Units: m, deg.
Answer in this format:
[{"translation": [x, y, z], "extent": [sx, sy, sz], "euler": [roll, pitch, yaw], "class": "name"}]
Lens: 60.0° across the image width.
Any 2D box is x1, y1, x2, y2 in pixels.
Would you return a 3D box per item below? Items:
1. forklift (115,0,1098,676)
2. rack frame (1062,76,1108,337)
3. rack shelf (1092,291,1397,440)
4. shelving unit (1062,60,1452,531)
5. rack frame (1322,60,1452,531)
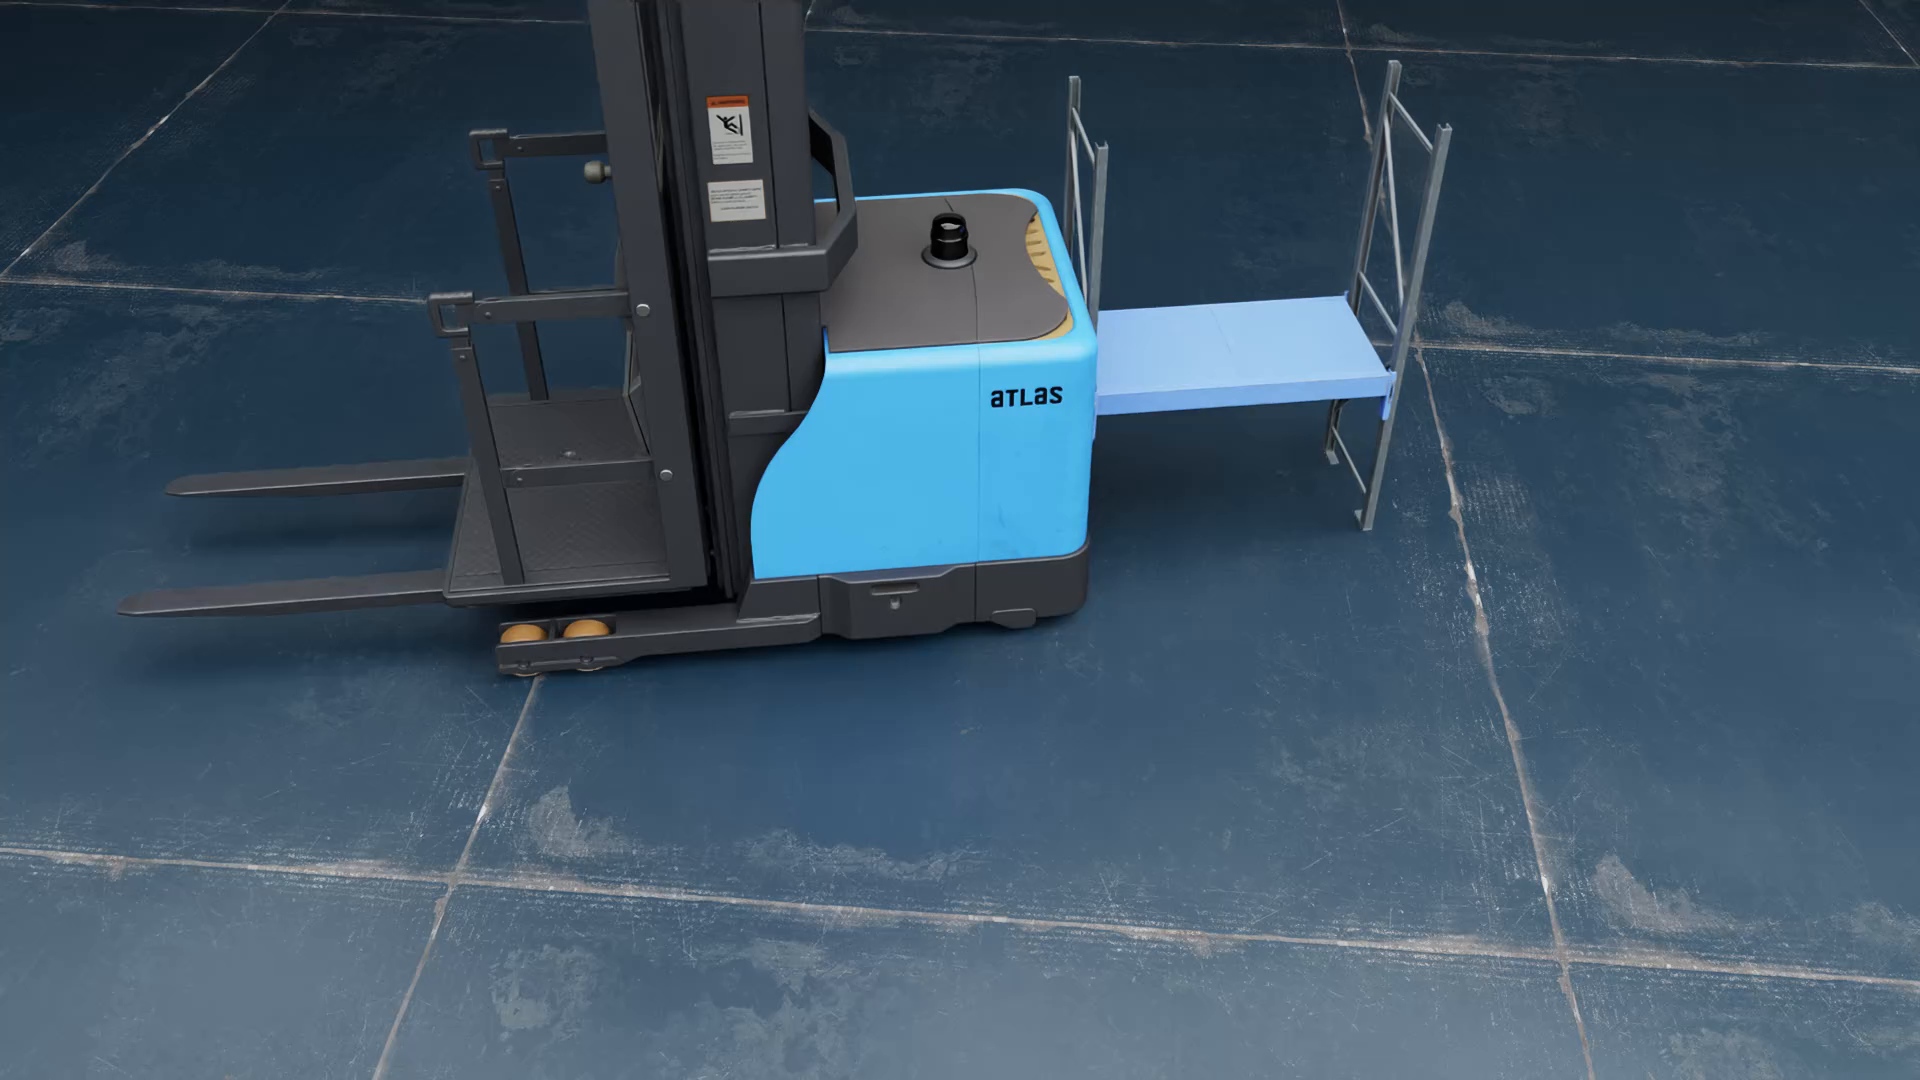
[{"translation": [-1.141, -1.063, 4.734], "extent": [3.031, 2.935, 1.130], "euler": [-4, 39, -5], "class": "forklift"}, {"translation": [0.380, -0.694, 5.414], "extent": [0.032, 1.500, 0.500], "euler": [-4, 39, -5], "class": "rack frame"}, {"translation": [0.885, -0.592, 5.574], "extent": [1.000, 0.185, 0.538], "euler": [-4, 39, -5], "class": "rack shelf"}, {"translation": [0.885, -0.732, 5.461], "extent": [1.048, 1.500, 0.538], "euler": [-4, 39, -5], "class": "shelving unit"}, {"translation": [1.389, -0.769, 5.507], "extent": [0.032, 1.500, 0.500], "euler": [-4, 39, -5], "class": "rack frame"}]
